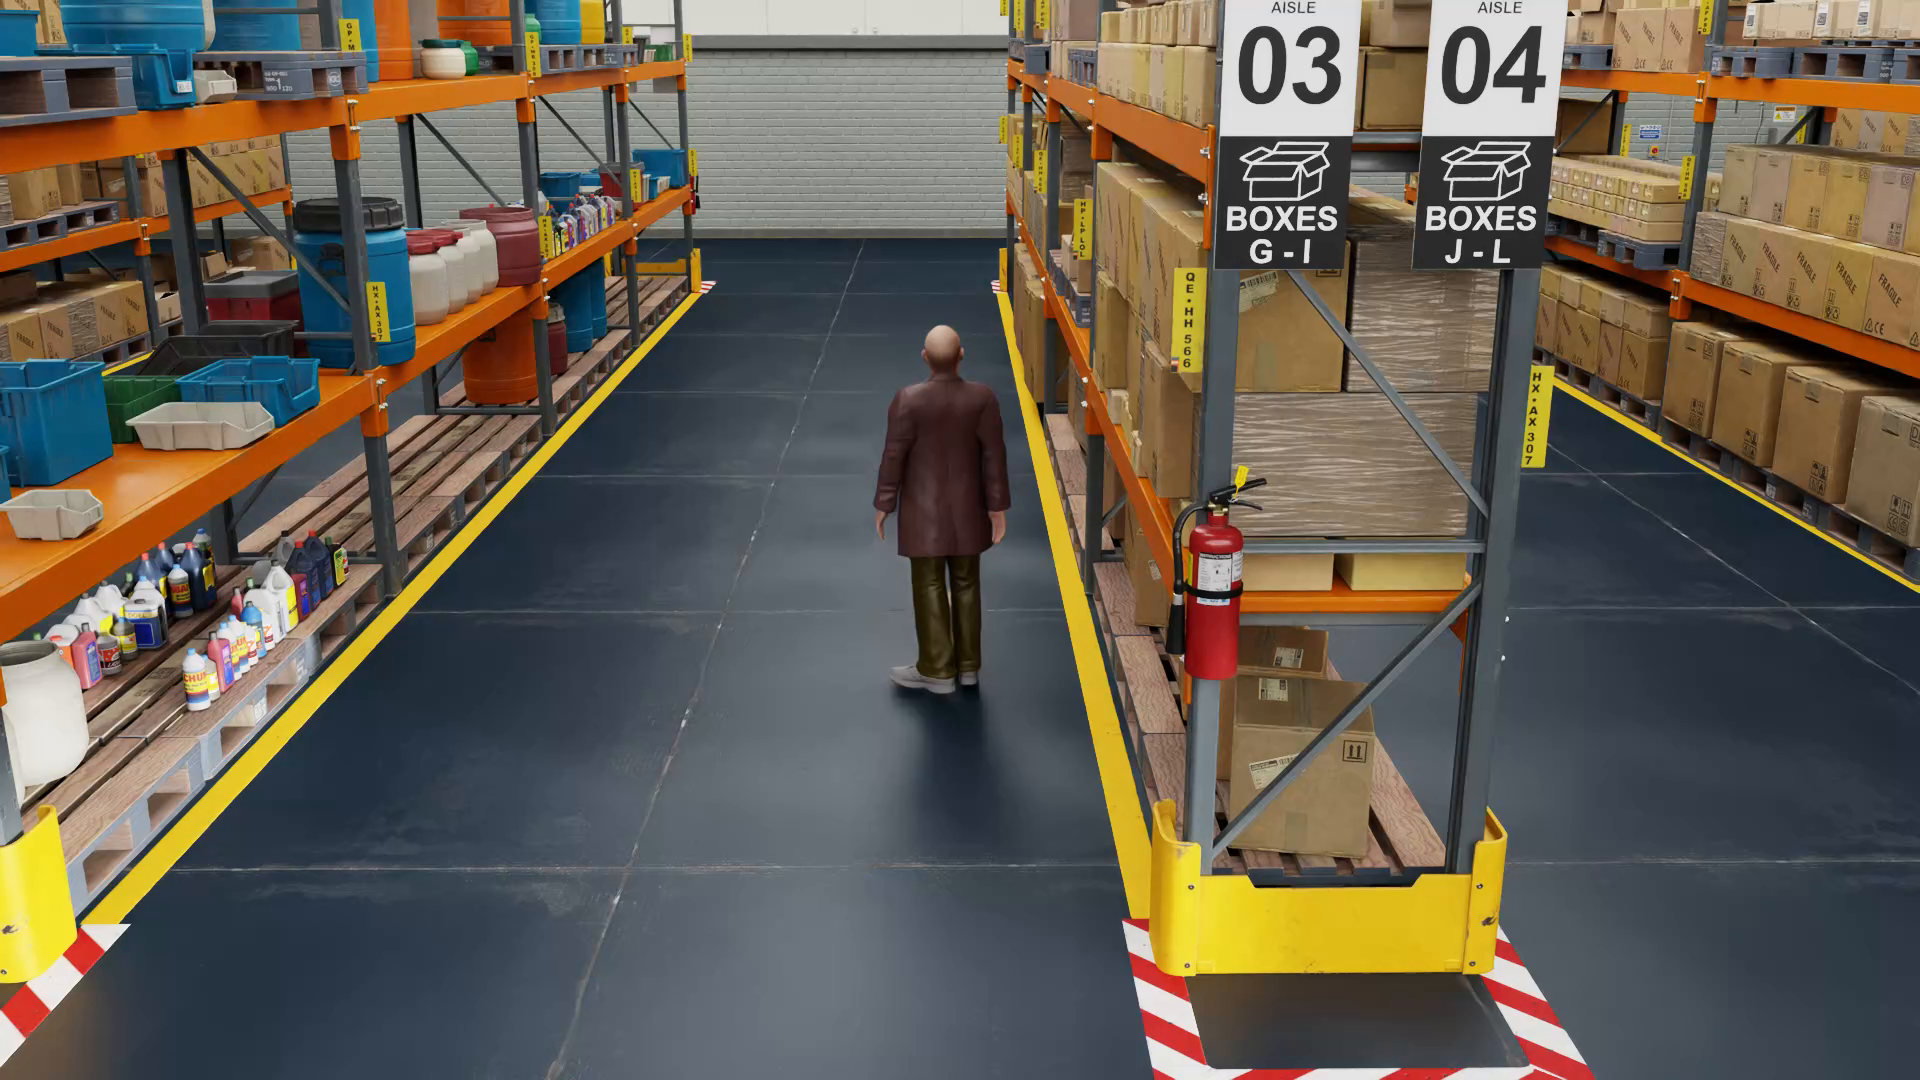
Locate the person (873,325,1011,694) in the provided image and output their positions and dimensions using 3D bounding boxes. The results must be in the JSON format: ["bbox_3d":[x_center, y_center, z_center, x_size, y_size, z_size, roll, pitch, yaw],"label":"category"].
[{"bbox_3d":[-0.092,-0.152,8.009,0.649,1.779,0.467,-4,17,-14],"label":"person"}]
